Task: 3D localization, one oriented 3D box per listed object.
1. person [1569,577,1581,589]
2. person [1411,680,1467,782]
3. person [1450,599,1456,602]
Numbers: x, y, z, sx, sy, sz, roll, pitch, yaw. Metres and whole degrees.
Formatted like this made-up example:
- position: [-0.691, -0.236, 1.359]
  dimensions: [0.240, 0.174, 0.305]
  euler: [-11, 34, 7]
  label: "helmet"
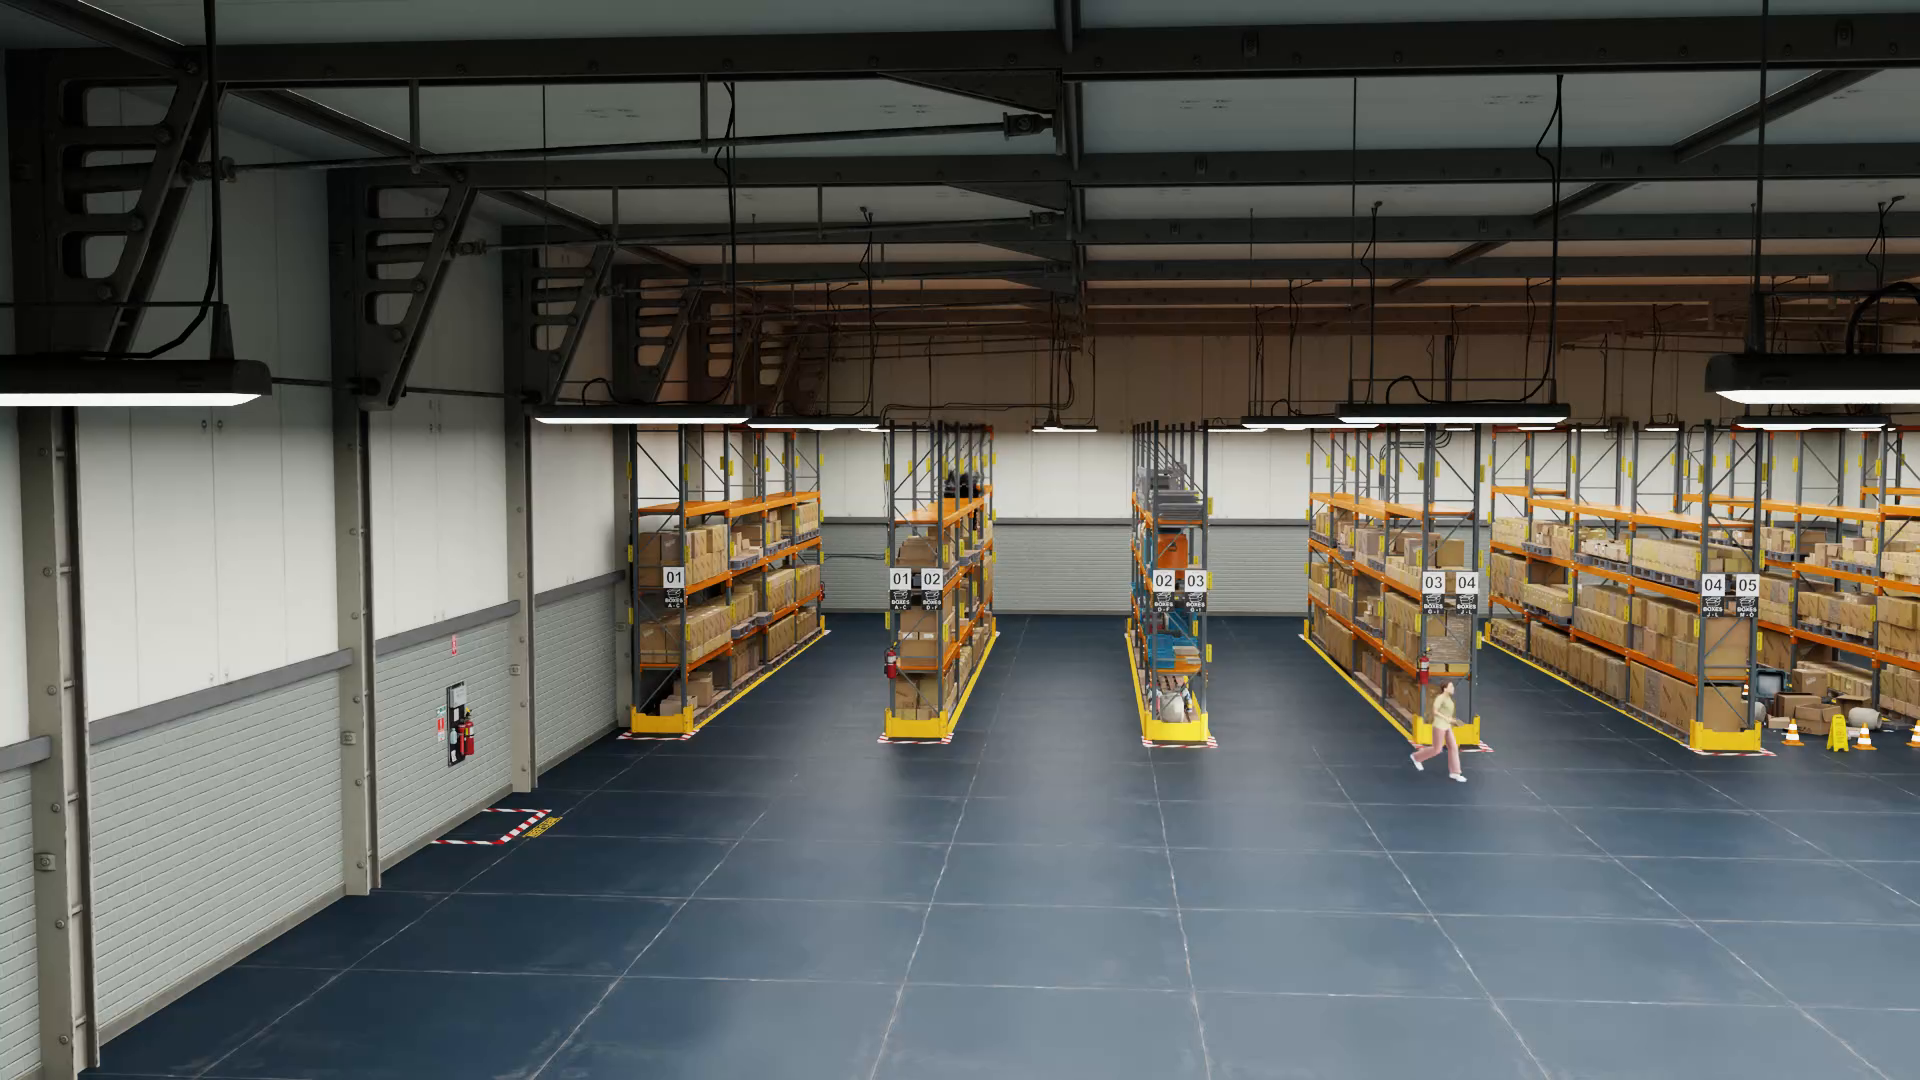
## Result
- position: [17.335, 1.861, 47.332]
  dimensions: [0.740, 1.795, 0.733]
  euler: [1, 4, 9]
  label: "person"
- position: [7.992, 3.142, 27.678]
  dimensions: [0.986, 1.664, 0.600]
  euler: [3, 5, 37]
  label: "person"
- position: [13.751, 2.004, 46.403]
  dimensions: [0.546, 1.549, 0.560]
  euler: [1, 4, 18]
  label: "person"
